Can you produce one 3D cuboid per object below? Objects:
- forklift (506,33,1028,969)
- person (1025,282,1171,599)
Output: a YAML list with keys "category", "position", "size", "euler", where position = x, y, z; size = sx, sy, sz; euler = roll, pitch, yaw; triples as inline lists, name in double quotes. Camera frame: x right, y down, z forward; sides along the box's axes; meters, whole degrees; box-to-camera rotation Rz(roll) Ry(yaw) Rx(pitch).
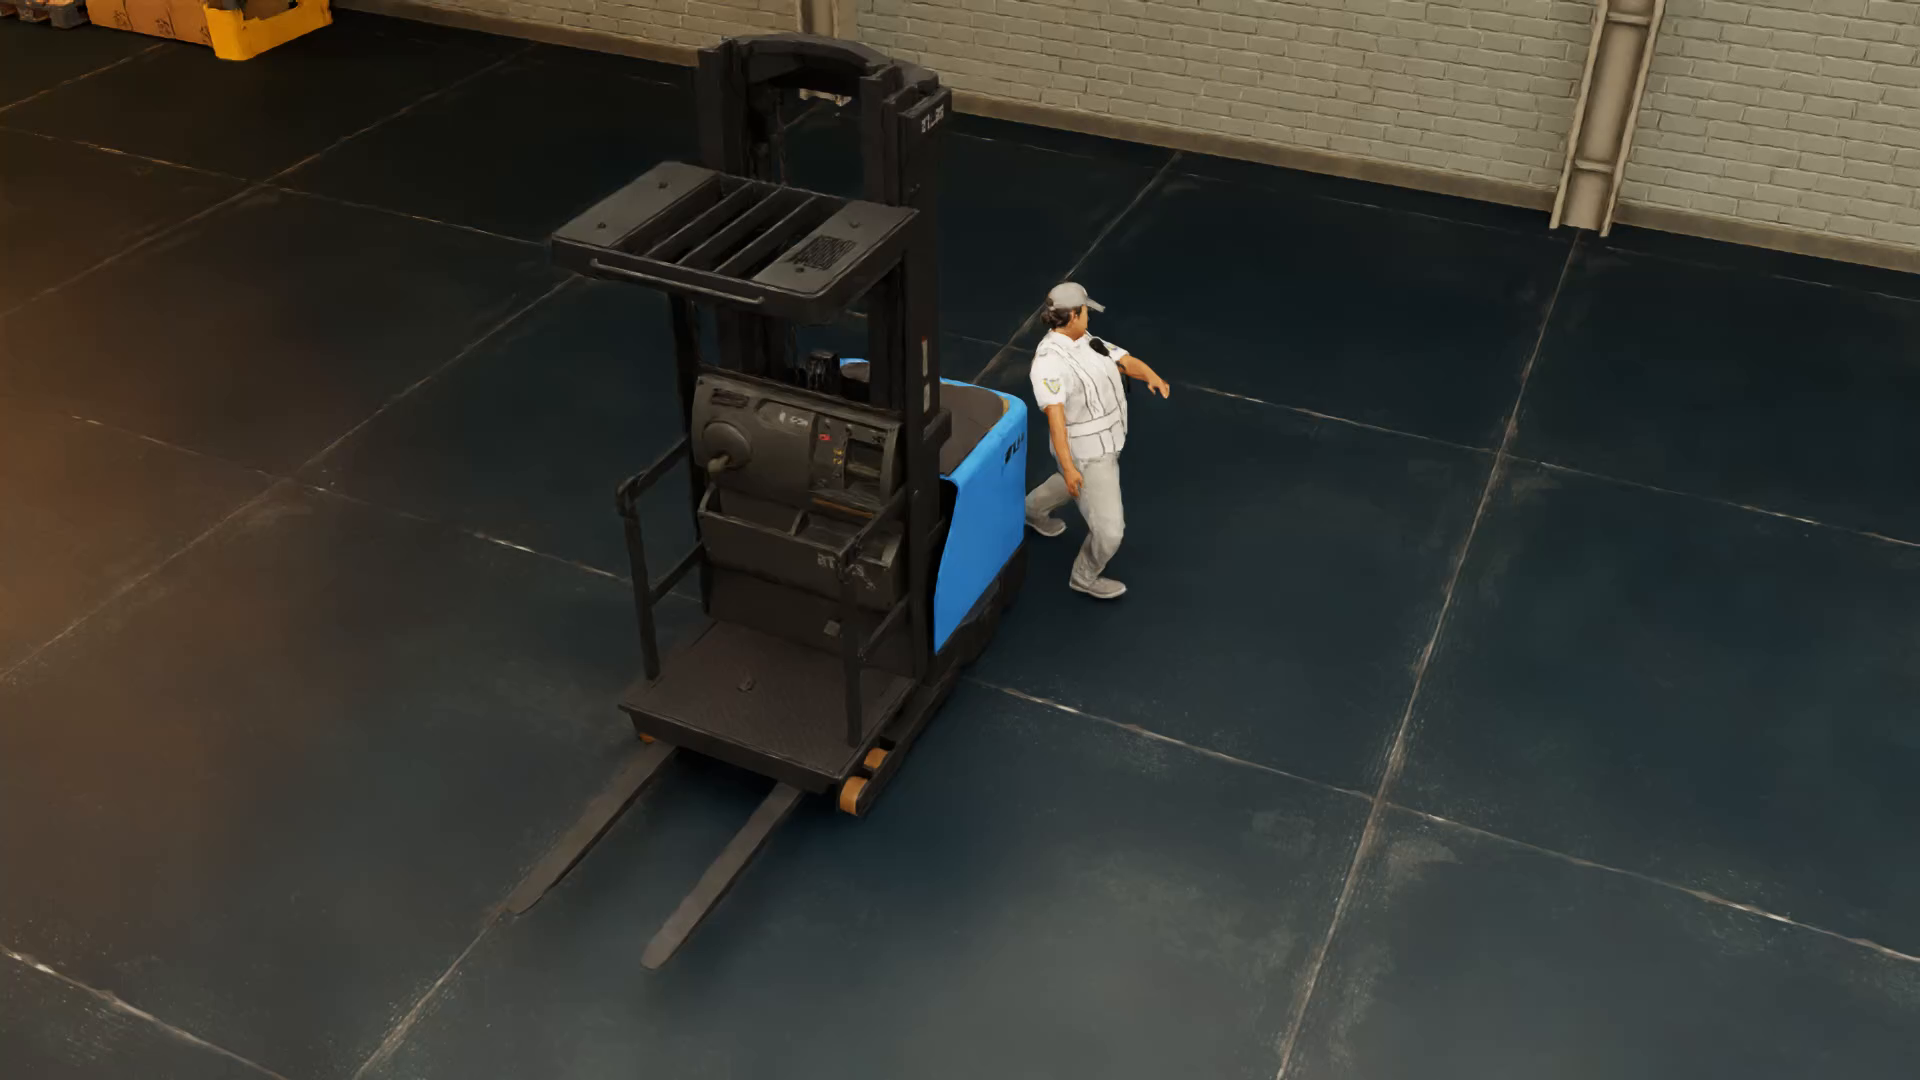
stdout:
- category: "forklift"
  position: [-0.762, -0.329, 6.548]
  size: [1.130, 2.935, 3.031]
  euler: [15, 38, 21]
- category: "person"
  position: [0.584, -0.441, 7.917]
  size: [0.805, 1.475, 0.819]
  euler: [8, 36, 11]
